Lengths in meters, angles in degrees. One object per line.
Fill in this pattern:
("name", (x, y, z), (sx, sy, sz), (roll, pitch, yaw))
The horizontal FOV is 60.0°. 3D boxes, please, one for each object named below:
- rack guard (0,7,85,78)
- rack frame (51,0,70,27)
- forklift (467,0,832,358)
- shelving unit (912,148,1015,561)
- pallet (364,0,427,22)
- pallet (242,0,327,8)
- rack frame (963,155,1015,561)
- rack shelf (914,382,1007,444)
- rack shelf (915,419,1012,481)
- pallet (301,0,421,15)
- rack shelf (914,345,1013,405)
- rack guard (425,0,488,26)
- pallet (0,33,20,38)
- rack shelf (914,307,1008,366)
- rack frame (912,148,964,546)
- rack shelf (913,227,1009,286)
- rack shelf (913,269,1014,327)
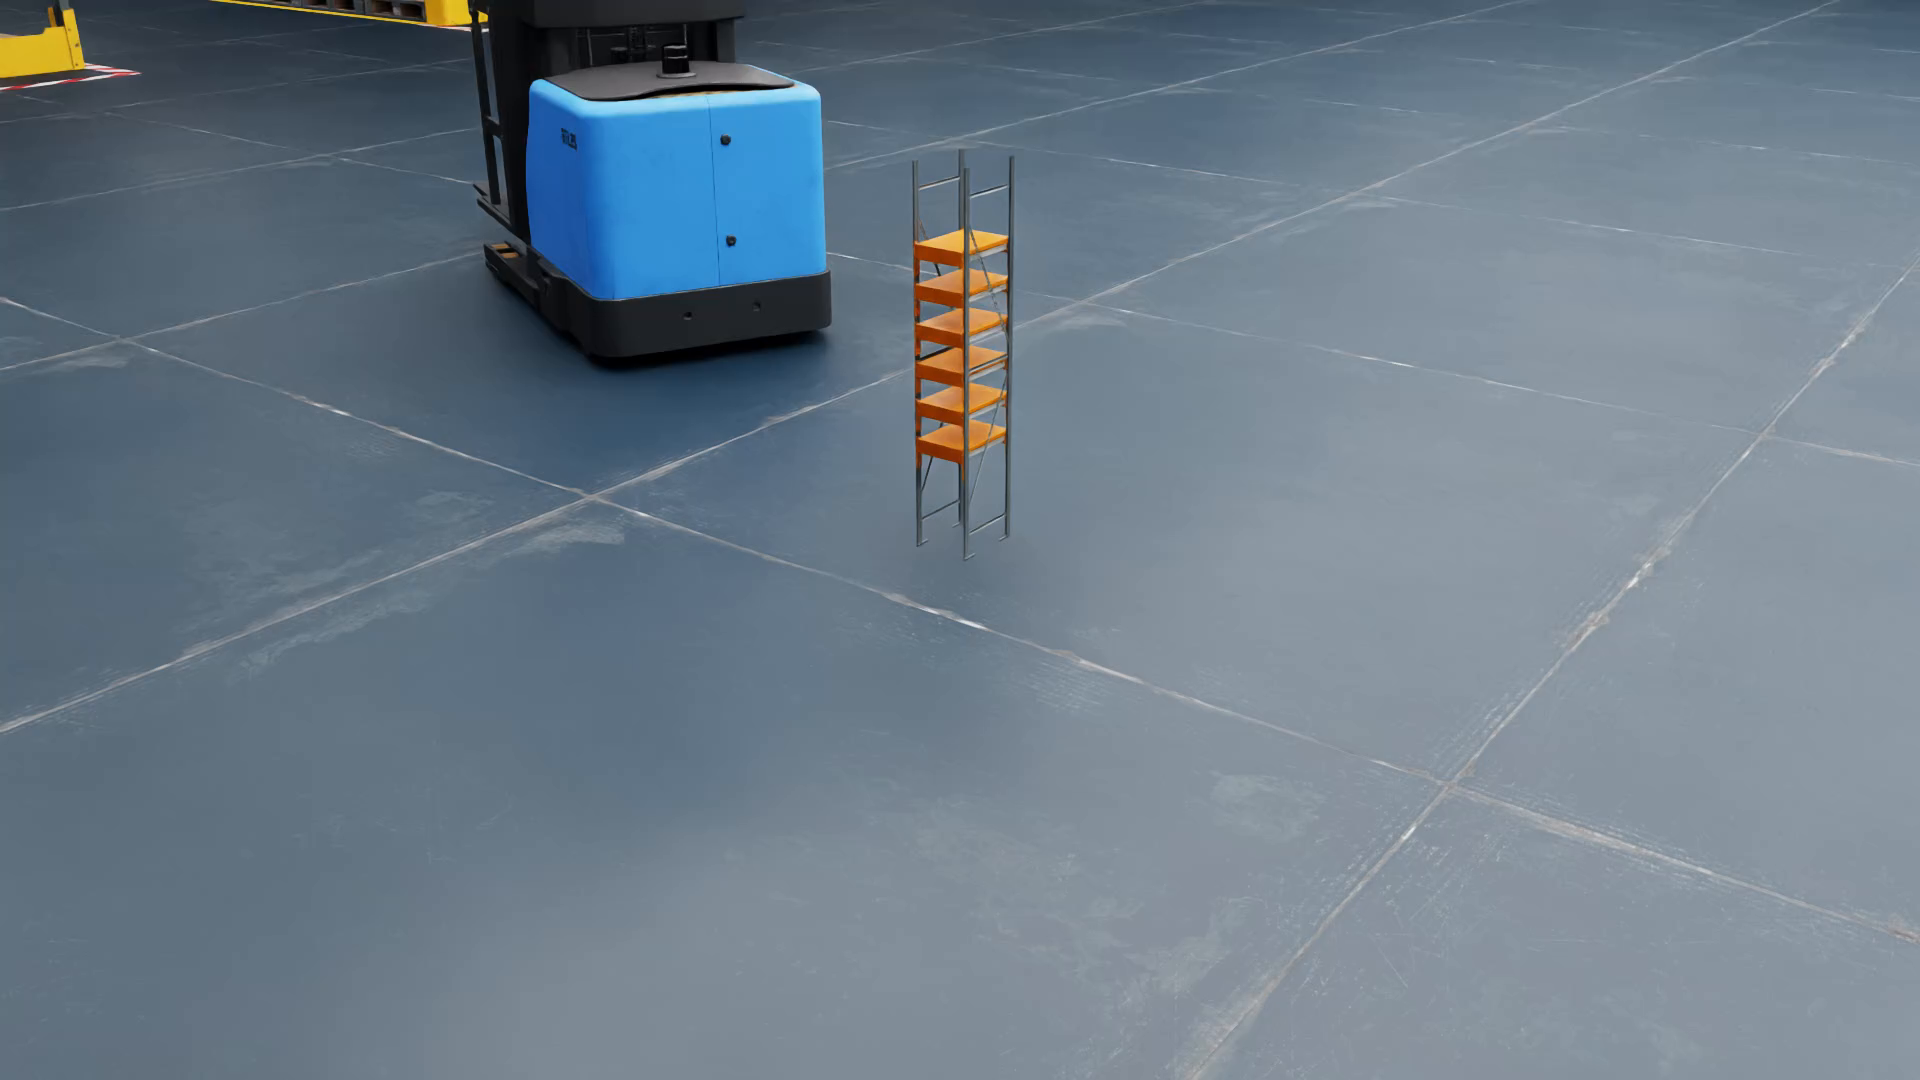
("rack guard", (-8.220, -4.267, 14.315), (0.348, 0.500, 1.175), (17, 29, 33))
("rack frame", (-8.131, -5.408, 13.803), (0.127, 3.000, 1.000), (17, 29, 33))
("forklift", (-1.685, -2.638, 7.602), (1.130, 2.935, 3.031), (-12, 26, -25))
("shelving unit", (0.012, -0.546, 5.000), (0.189, 1.200, 0.258), (17, 29, 33))
("pallet", (-5.850, -5.956, 18.506), (1.213, 0.211, 1.003), (17, 29, 33))
("pallet", (-7.803, -6.546, 19.845), (1.213, 0.211, 1.003), (17, 29, 33))
("rack frame", (0.085, -0.523, 4.950), (0.006, 1.200, 0.240), (17, 29, 33))
("rack shelf", (0.012, -0.395, 5.066), (0.180, 0.103, 0.258), (17, 29, 33))
("rack shelf", (0.012, -0.285, 5.115), (0.180, 0.103, 0.258), (17, 29, 33))
("pallet", (-6.822, -6.251, 19.176), (1.213, 0.211, 1.003), (17, 29, 33))
("rack shelf", (0.012, -0.505, 5.018), (0.180, 0.103, 0.258), (17, 29, 33))
("rack guard", (-5.221, -5.880, 17.976), (0.348, 0.500, 1.175), (17, 29, 33))
("pallet", (-8.867, -4.333, 14.823), (1.213, 0.211, 1.003), (17, 29, 33))
("rack shelf", (0.012, -0.615, 4.970), (0.180, 0.103, 0.258), (17, 29, 33))
("rack frame", (-0.062, -0.568, 5.050), (0.006, 1.200, 0.240), (17, 29, 33))
("rack shelf", (0.012, -0.834, 4.873), (0.180, 0.103, 0.258), (17, 29, 33))
("rack shelf", (0.012, -0.725, 4.921), (0.180, 0.103, 0.258), (17, 29, 33))
